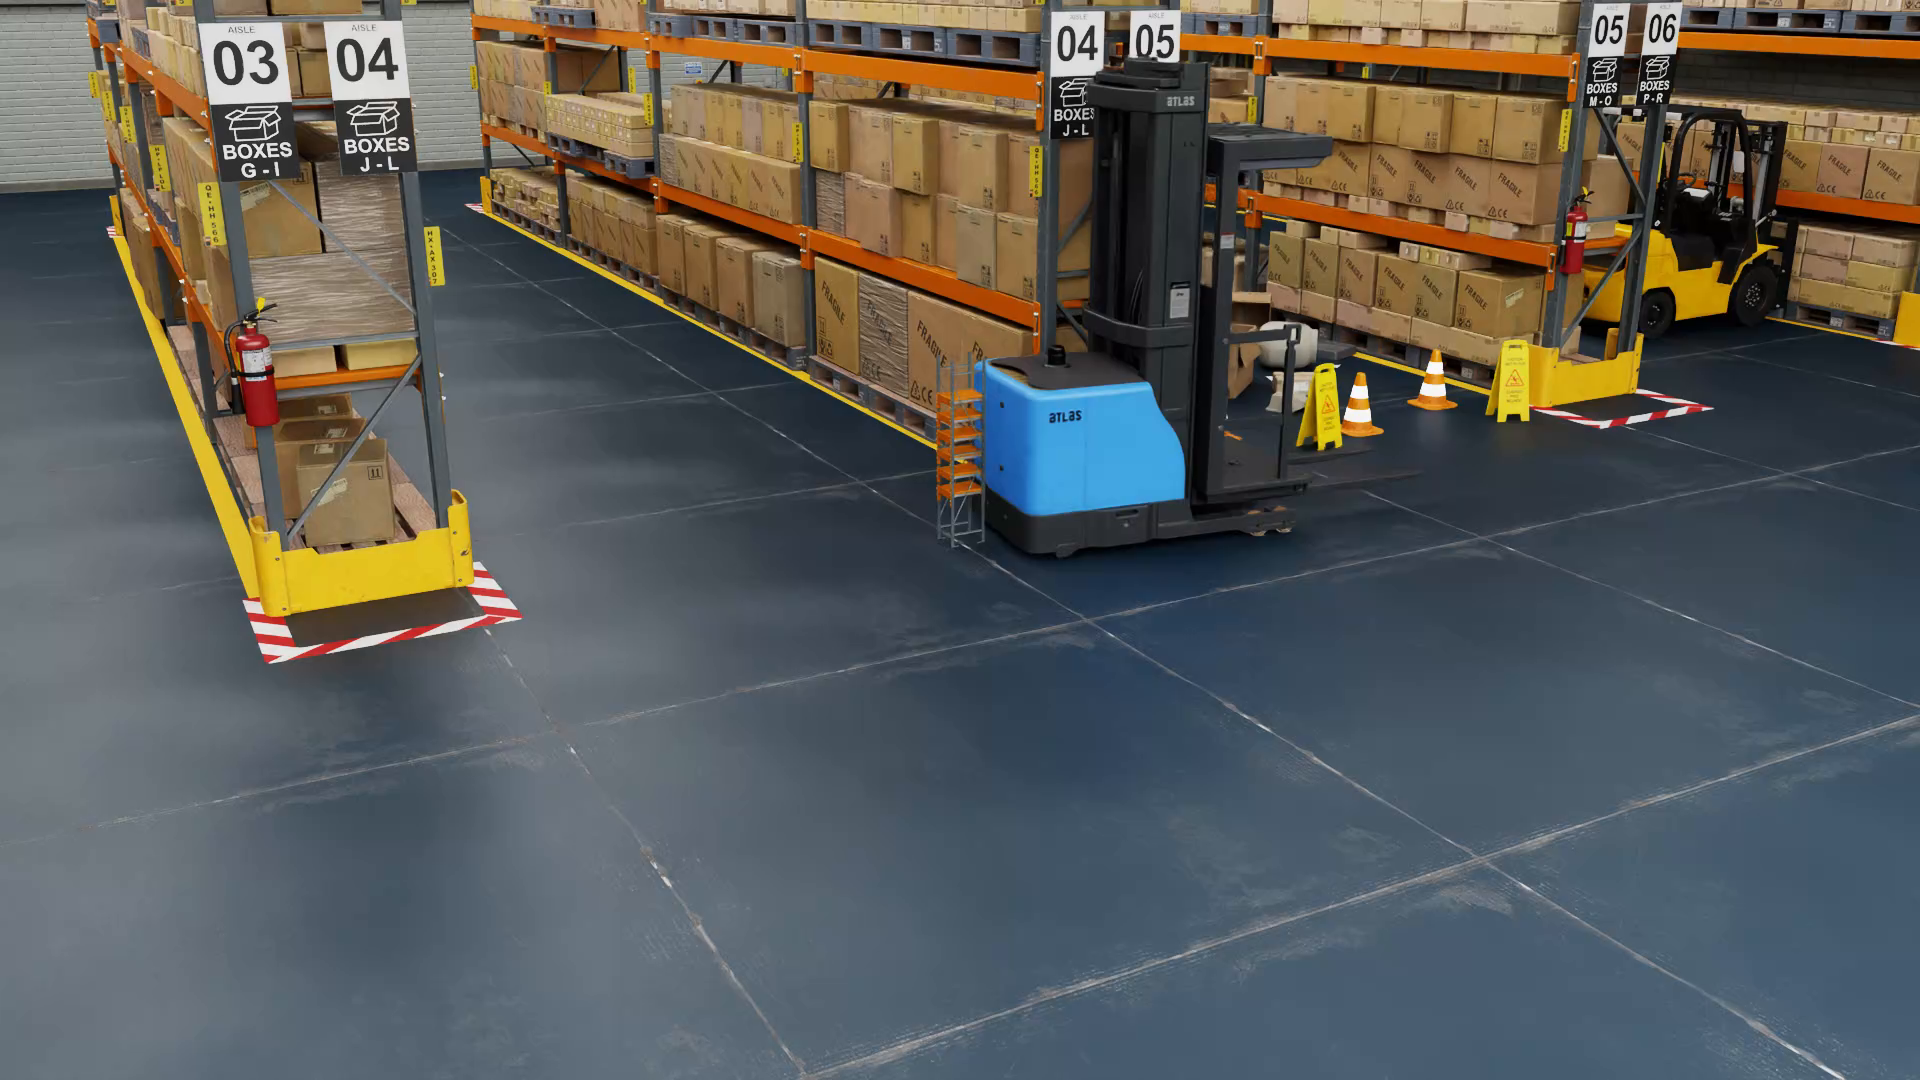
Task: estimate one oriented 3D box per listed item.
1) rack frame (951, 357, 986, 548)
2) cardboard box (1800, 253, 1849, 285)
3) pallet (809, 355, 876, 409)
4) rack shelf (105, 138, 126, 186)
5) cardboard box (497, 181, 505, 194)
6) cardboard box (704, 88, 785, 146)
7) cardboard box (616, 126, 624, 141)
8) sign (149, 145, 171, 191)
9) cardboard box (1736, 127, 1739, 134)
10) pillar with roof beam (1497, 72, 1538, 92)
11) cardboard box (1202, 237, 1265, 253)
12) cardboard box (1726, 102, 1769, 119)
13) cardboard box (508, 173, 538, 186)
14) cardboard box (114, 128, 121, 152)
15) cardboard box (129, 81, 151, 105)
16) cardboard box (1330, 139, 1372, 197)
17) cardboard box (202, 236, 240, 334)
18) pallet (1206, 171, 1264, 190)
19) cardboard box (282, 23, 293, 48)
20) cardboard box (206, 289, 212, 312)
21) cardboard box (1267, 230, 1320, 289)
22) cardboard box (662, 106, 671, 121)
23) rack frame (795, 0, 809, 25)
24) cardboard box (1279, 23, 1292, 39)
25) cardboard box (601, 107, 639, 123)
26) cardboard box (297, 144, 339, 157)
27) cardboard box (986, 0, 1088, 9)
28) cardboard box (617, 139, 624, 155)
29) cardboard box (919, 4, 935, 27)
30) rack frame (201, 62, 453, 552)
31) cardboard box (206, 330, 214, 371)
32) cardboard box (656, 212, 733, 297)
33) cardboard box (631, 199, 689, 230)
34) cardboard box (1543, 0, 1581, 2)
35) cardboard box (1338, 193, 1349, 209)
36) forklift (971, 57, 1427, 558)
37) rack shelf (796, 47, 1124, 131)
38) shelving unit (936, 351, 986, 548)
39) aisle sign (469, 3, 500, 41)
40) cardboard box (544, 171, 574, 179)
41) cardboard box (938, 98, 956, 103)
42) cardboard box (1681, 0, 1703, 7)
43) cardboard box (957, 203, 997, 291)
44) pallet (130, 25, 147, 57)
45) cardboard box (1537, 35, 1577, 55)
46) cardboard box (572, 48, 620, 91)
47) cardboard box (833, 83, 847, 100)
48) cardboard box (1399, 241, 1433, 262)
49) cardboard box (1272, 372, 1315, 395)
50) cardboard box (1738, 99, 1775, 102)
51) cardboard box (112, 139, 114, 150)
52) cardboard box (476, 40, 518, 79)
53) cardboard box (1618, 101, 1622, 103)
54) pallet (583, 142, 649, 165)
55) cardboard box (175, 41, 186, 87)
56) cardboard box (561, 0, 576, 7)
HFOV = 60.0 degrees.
[{"bbox_3d":[0.050,-0.537,10.348,0.240,1.200,0.006,-10,21,-27],"label":"rack frame"},{"bbox_3d":[8.925,-2.771,16.868,0.500,0.250,0.500,-10,22,-27],"label":"cardboard box"},{"bbox_3d":[-0.622,-1.433,14.460,1.003,0.211,1.213,-10,21,-27],"label":"pallet"},{"bbox_3d":[-10.076,-4.773,20.967,1.077,0.370,4.000,-10,21,-27],"label":"rack shelf"},{"bbox_3d":[-6.510,-5.140,24.200,0.380,0.149,0.250,-10,21,-27],"label":"cardboard box"},{"bbox_3d":[-2.123,-4.227,16.598,0.700,0.500,0.500,-10,22,-27],"label":"cardboard box"},{"bbox_3d":[-3.578,-4.498,18.353,0.380,0.149,0.250,-9,21,-25],"label":"cardboard box"},{"bbox_3d":[-5.814,-2.703,12.090,0.100,0.325,0.005,-10,21,-27],"label":"sign"},{"bbox_3d":[8.263,-4.397,17.627,0.380,0.149,0.250,-11,22,-28],"label":"cardboard box"},{"bbox_3d":[3.484,-7.630,18.947,9.100,9.000,0.400,-10,21,-27],"label":"pillar with roof beam"},{"bbox_3d":[2.798,-3.090,18.371,0.950,0.372,0.625,-9,21,-23],"label":"cardboard box"},{"bbox_3d":[8.332,-4.547,17.605,0.380,0.149,0.250,-10,21,-27],"label":"cardboard box"},{"bbox_3d":[-6.229,-5.144,23.756,0.380,0.149,0.250,-11,22,-29],"label":"cardboard box"},{"bbox_3d":[-9.567,-4.695,19.412,0.500,0.250,0.500,-10,22,-28],"label":"cardboard box"},{"bbox_3d":[-8.500,-4.679,17.902,0.797,0.503,0.637,-10,21,-26],"label":"cardboard box"},{"bbox_3d":[3.843,-3.509,15.593,0.500,0.500,0.500,-10,21,-27],"label":"cardboard box"},{"bbox_3d":[-4.008,-1.569,9.970,0.875,0.500,0.500,-10,21,-27],"label":"cardboard box"},{"bbox_3d":[3.159,-3.928,17.712,1.003,0.211,1.213,-10,21,-27],"label":"pallet"},{"bbox_3d":[-3.855,-2.754,9.033,0.380,0.149,0.250,-11,22,-28],"label":"cardboard box"},{"bbox_3d":[-4.766,-1.587,11.016,0.380,0.149,0.250,-10,21,-27],"label":"cardboard box"},{"bbox_3d":[3.436,-2.819,16.625,0.500,0.500,0.500,-9,21,-24],"label":"cardboard box"},{"bbox_3d":[-3.231,-4.877,18.997,0.380,0.149,0.250,-11,22,-29],"label":"cardboard box"},{"bbox_3d":[-0.915,-5.817,13.695,1.000,3.000,0.127,-10,21,-27],"label":"rack frame"},{"bbox_3d":[3.325,-4.948,16.158,0.380,0.149,0.250,-10,22,-27],"label":"cardboard box"},{"bbox_3d":[-3.822,-4.784,18.727,0.380,0.149,0.250,-9,21,-25],"label":"cardboard box"},{"bbox_3d":[-3.681,-2.099,9.974,0.500,0.500,0.500,-10,21,-27],"label":"cardboard box"},{"bbox_3d":[0.506,-3.664,11.029,0.500,0.250,0.500,-10,21,-26],"label":"cardboard box"},{"bbox_3d":[-3.569,-4.351,18.385,0.380,0.149,0.250,-10,21,-27],"label":"cardboard box"},{"bbox_3d":[-0.074,-3.786,11.994,0.380,0.149,0.250,-10,21,-26],"label":"cardboard box"},{"bbox_3d":[-3.428,-1.094,9.203,1.000,3.000,0.127,-10,21,-27],"label":"rack frame"},{"bbox_3d":[-6.076,-1.749,14.258,0.700,0.500,0.500,-12,22,-31],"label":"cardboard box"},{"bbox_3d":[-2.604,-3.076,17.752,1.050,0.750,0.750,-10,22,-27],"label":"cardboard box"},{"bbox_3d":[-3.370,-3.657,18.669,0.500,0.250,0.500,-11,22,-28],"label":"cardboard box"},{"bbox_3d":[4.873,-4.356,13.222,0.380,0.149,0.250,-10,21,-26],"label":"cardboard box"},{"bbox_3d":[3.821,-3.234,15.791,0.380,0.149,0.250,-10,21,-27],"label":"cardboard box"},{"bbox_3d":[1.643,-1.561,10.661,3.031,2.935,1.130,-7,20,-20],"label":"forklift"},{"bbox_3d":[0.035,-3.485,12.637,1.077,0.370,4.000,-10,21,-27],"label":"rack shelf"},{"bbox_3d":[0.007,-0.563,10.424,0.258,1.200,0.189,-10,21,-27],"label":"shelving unit"},{"bbox_3d":[-6.912,-7.630,24.158,0.394,0.787,0.004,-10,21,-27],"label":"aisle sign"},{"bbox_3d":[-5.768,-5.226,23.992,0.380,0.149,0.250,-11,22,-29],"label":"cardboard box"},{"bbox_3d":[0.044,-5.775,22.232,0.500,0.250,0.500,-10,21,-26],"label":"cardboard box"},{"bbox_3d":[7.941,-5.892,17.850,0.500,0.311,0.500,-9,21,-26],"label":"cardboard box"},{"bbox_3d":[0.488,-2.158,12.057,0.875,0.550,0.550,-10,21,-27],"label":"cardboard box"},{"bbox_3d":[-6.022,-4.062,13.495,1.213,0.211,1.003,-10,21,-27],"label":"pallet"},{"bbox_3d":[4.878,-3.987,13.375,0.380,0.149,0.250,-10,21,-26],"label":"cardboard box"},{"bbox_3d":[-4.713,-6.106,21.585,0.500,0.500,0.500,-9,21,-25],"label":"cardboard box"},{"bbox_3d":[-1.586,-6.656,25.169,0.500,0.500,0.500,-9,21,-25],"label":"cardboard box"},{"bbox_3d":[4.210,-2.622,15.059,0.380,0.149,0.250,-9,21,-24],"label":"cardboard box"},{"bbox_3d":[2.893,-1.344,14.300,0.380,0.149,0.250,1,19,2],"label":"cardboard box"},{"bbox_3d":[8.677,-4.705,18.064,0.380,0.149,0.250,-10,22,-28],"label":"cardboard box"},{"bbox_3d":[-10.290,-4.899,20.615,0.380,0.149,0.250,-10,21,-26],"label":"cardboard box"},{"bbox_3d":[-6.633,-6.917,23.936,0.500,0.500,0.500,-10,21,-27],"label":"cardboard box"},{"bbox_3d":[7.701,-5.120,19.724,0.380,0.149,0.250,-11,22,-28],"label":"cardboard box"},{"bbox_3d":[-3.790,-4.601,19.661,1.003,0.211,1.213,-10,21,-27],"label":"pallet"},{"bbox_3d":[-4.356,-2.831,9.870,0.500,0.250,0.500,-9,21,-25],"label":"cardboard box"},{"bbox_3d":[-4.480,-6.567,19.959,0.500,0.311,0.500,-10,22,-27],"label":"cardboard box"}]
